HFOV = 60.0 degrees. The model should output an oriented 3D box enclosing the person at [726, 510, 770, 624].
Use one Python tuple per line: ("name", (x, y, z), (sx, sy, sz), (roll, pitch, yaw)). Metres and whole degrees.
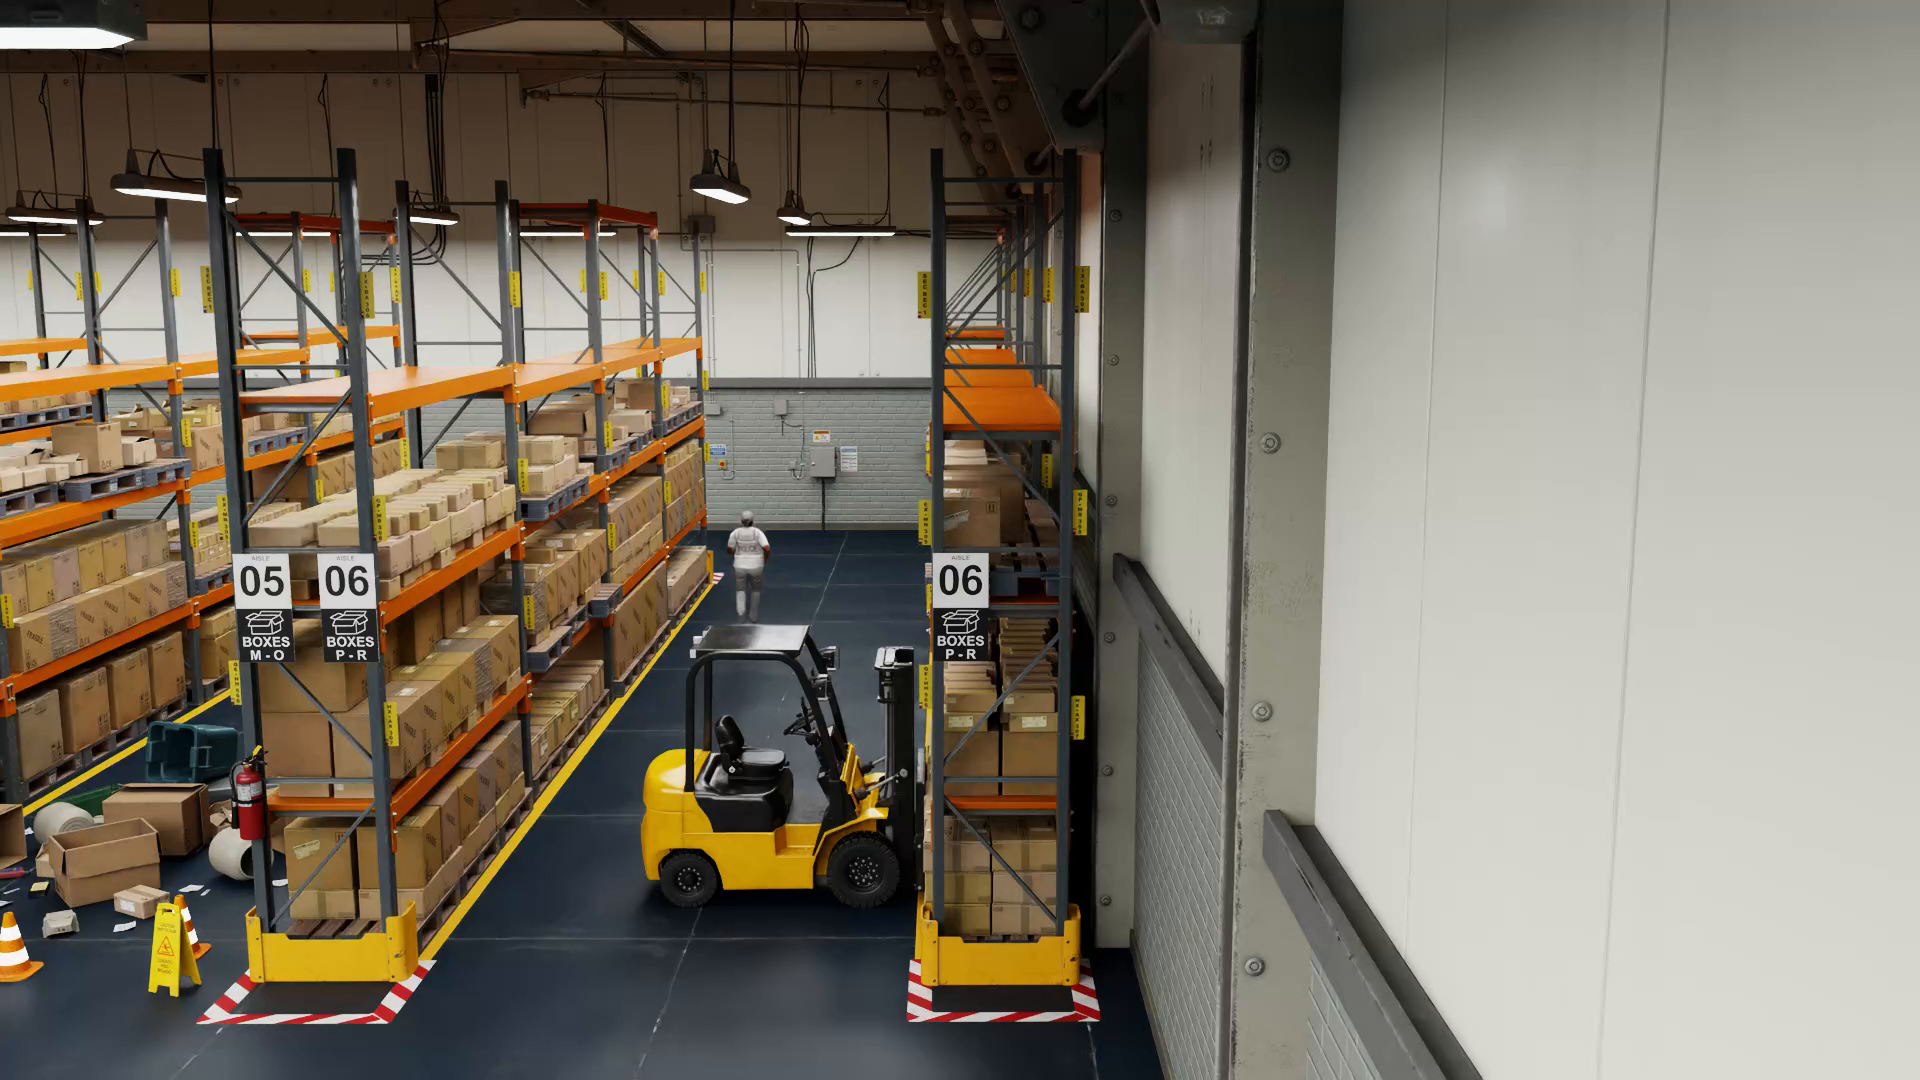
("person", (-2.921, 0.402, 23.053), (0.615, 1.654, 0.670), (0, 9, -2))
